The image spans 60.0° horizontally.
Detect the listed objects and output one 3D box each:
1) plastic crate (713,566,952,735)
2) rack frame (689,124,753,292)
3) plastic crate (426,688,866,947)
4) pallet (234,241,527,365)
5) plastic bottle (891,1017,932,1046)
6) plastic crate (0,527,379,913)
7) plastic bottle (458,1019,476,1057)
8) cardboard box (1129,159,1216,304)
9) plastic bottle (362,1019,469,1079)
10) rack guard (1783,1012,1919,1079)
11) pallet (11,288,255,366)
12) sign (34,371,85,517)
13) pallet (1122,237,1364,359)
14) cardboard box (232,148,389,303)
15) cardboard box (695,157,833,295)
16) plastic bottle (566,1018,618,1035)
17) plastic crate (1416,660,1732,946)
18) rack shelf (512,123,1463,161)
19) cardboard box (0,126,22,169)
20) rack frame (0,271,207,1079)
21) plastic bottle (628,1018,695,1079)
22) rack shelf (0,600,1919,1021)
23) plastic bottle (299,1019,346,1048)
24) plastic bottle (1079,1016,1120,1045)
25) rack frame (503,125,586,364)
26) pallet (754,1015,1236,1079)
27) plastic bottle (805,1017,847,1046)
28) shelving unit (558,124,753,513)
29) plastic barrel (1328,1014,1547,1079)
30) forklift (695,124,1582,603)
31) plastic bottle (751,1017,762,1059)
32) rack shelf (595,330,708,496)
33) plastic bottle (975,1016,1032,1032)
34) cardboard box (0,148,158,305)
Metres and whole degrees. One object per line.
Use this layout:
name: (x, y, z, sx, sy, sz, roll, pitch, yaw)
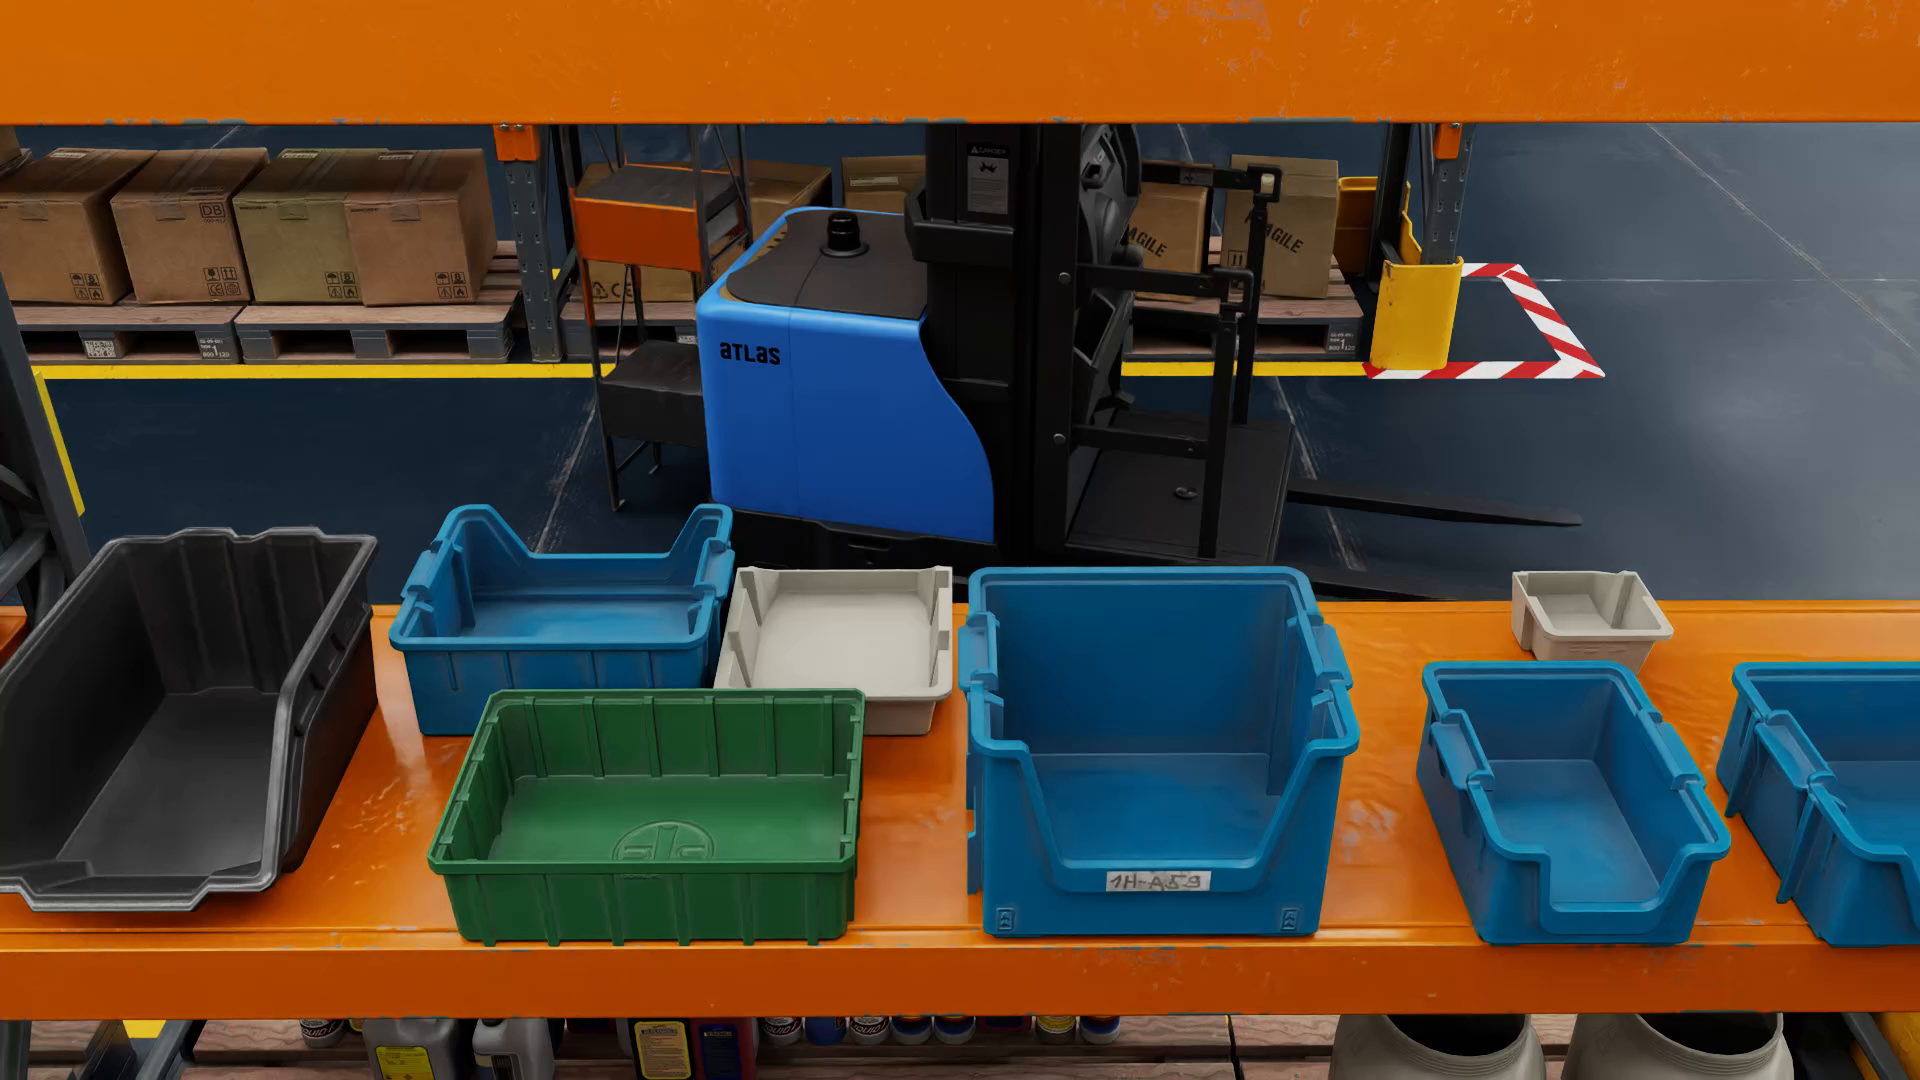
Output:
plastic crate: (-0.234, 0.204, 3.276, 0.437, 0.136, 0.530, 0, 31, 0)
rack frame: (-0.825, -1.036, 5.919, 0.015, 2.100, 0.400, 8, 32, 15)
plastic crate: (-0.497, 0.460, 2.804, 0.662, 0.188, 0.450, 0, 31, 0)
pallet: (-2.664, -1.146, 7.935, 1.213, 0.211, 1.003, 0, 31, 0)
plastic bottle: (-0.114, 1.039, 3.852, 0.097, 0.271, 0.097, 0, 31, 0)
plastic crate: (-1.332, 0.319, 2.893, 0.504, 0.338, 0.767, 0, 31, 0)
plastic bottle: (-1.214, 1.021, 3.806, 0.185, 0.351, 0.144, -1, 31, -2)
cardboard box: (0.892, -1.452, 7.756, 0.500, 0.500, 0.500, 8, 32, 13)
plastic bottle: (-1.213, 1.095, 3.682, 0.185, 0.351, 0.144, 0, 31, 0)
rack guard: (2.068, 1.308, 3.611, 0.348, 0.500, 1.175, 0, 31, 0)
pallet: (-3.887, -1.141, 7.927, 1.213, 0.211, 1.003, 0, 31, 0)
sign: (-1.848, -0.176, 3.382, 0.005, 0.325, 0.100, 0, 31, 0)
pallet: (1.226, -1.177, 7.987, 1.213, 0.211, 1.003, 0, 31, 0)
cardboard box: (-2.977, -1.478, 7.781, 0.500, 0.500, 0.700, 0, 31, -1)
cardboard box: (-0.913, -1.439, 7.734, 0.500, 0.500, 0.500, 10, 33, 15)
plastic bottle: (-0.859, 1.027, 3.861, 0.133, 0.283, 0.061, 2, 31, 3)
plastic crate: (0.996, 0.435, 2.785, 0.408, 0.251, 0.499, 0, 31, 0)
rack shelf: (0.114, -2.040, 7.414, 4.000, 0.370, 1.077, 0, 31, 0)
cardboard box: (-4.686, -1.794, 7.577, 0.500, 0.250, 0.500, 3, 31, 5)
rack frame: (-1.856, 0.228, 2.983, 0.127, 3.000, 1.000, 0, 31, 0)
plastic bottle: (-0.672, 1.101, 3.738, 0.133, 0.283, 0.061, 0, 31, 0)
rack shelf: (0.144, 0.529, 3.180, 4.000, 0.370, 1.077, 0, 31, 0)
plastic bottle: (-1.495, 1.073, 3.863, 0.097, 0.201, 0.097, 0, 31, 0)
plastic bottle: (0.329, 1.038, 3.854, 0.097, 0.271, 0.097, 0, 31, 0)
rack frame: (-1.886, -2.341, 7.217, 0.127, 3.000, 1.000, 0, 31, 0)
pallet: (0.039, 1.434, 3.683, 1.213, 0.211, 1.003, 0, 31, 0)
plastic bottle: (-0.316, 1.040, 3.851, 0.097, 0.271, 0.097, 0, 31, 0)
shelving unit: (-1.058, -1.071, 5.983, 0.503, 2.100, 0.431, 8, 32, 15)
plastic barrel: (0.985, 1.143, 3.469, 0.421, 0.512, 0.421, 0, 31, 0)
forklift: (0.678, -1.175, 5.361, 3.031, 2.935, 1.130, 8, 32, 12)
plastic bottle: (-0.536, 1.052, 3.825, 0.135, 0.276, 0.152, 0, 31, 1)
rack shelf: (-1.048, -0.459, 6.350, 0.480, 0.518, 0.431, 8, 32, 15)
plastic bottle: (0.103, 1.024, 3.866, 0.133, 0.283, 0.061, 0, 31, 1)
cardboard box: (-4.094, -1.475, 7.774, 0.500, 0.500, 0.700, 2, 31, 4)
